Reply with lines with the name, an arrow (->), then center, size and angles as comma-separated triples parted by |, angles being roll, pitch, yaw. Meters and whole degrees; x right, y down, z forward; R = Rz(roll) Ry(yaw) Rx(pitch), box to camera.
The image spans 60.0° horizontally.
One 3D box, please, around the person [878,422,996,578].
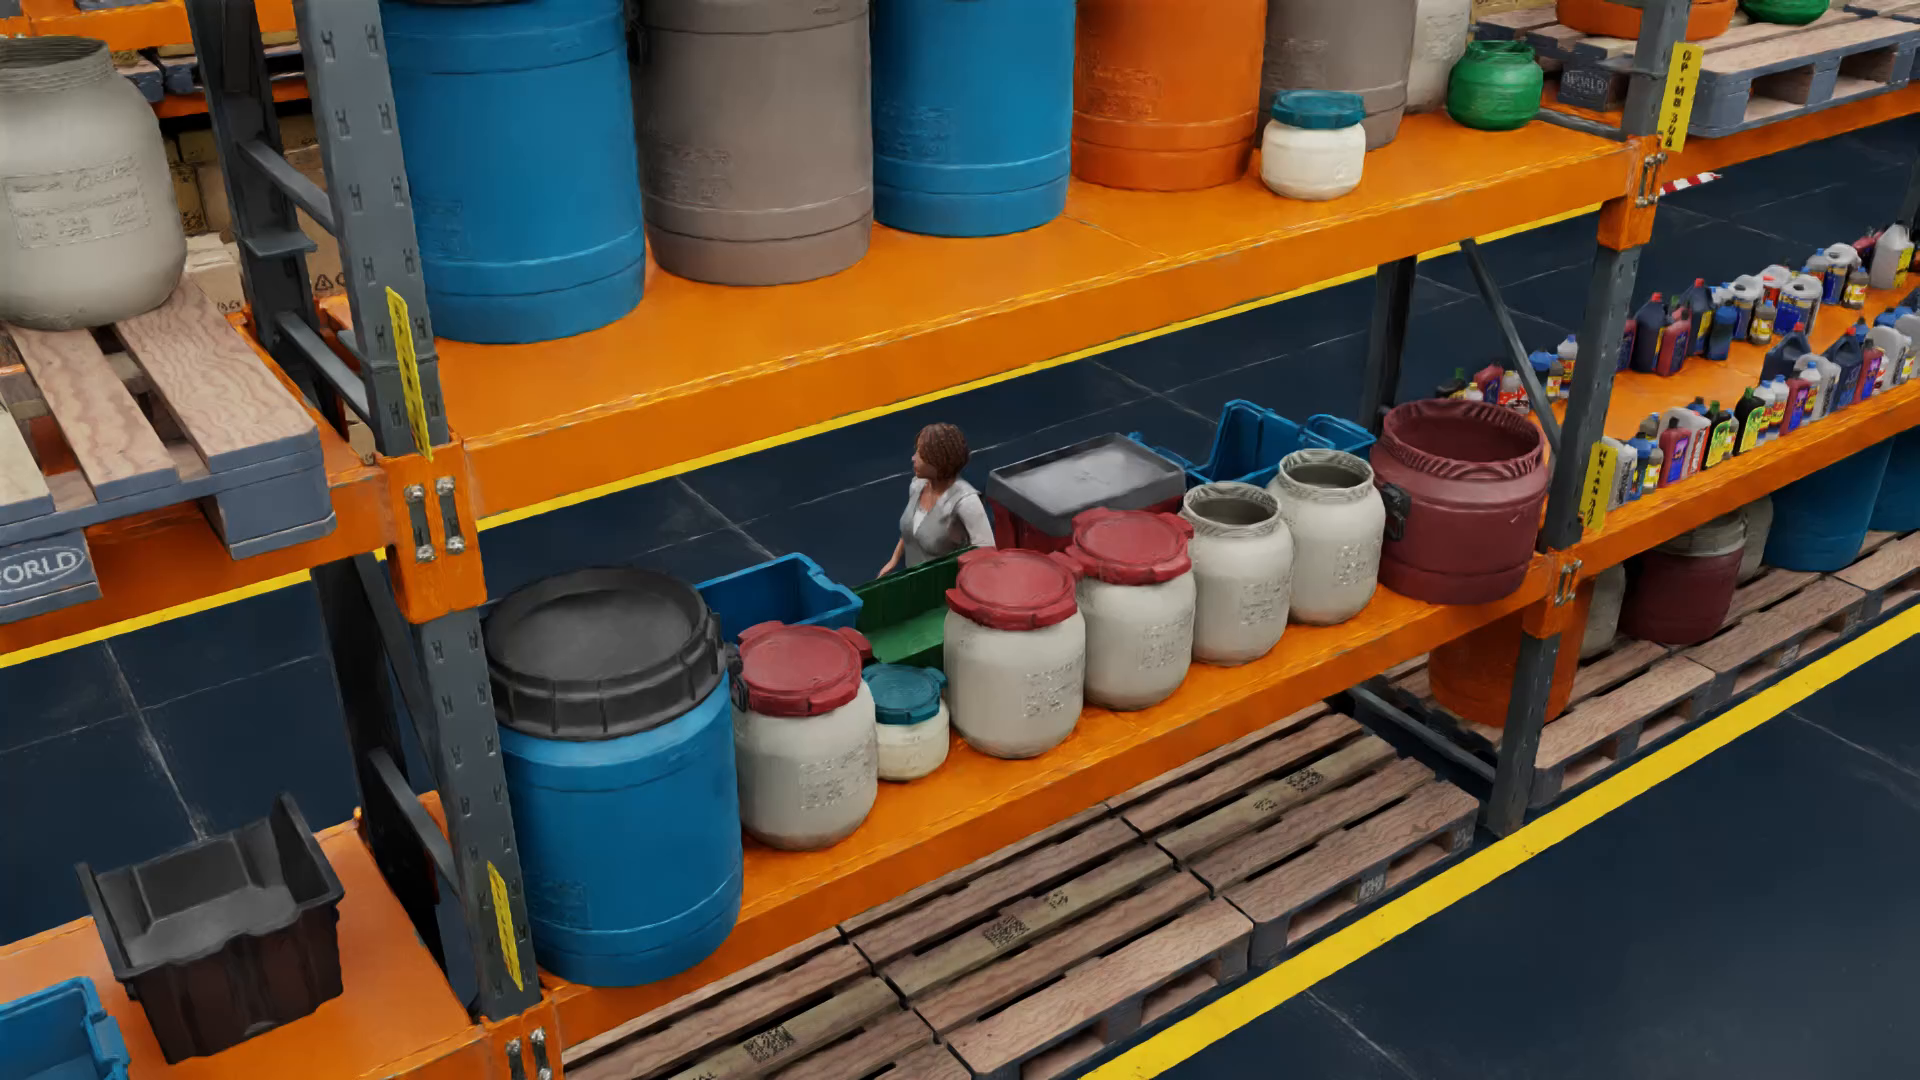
person -> -0.101, 0.272, 6.680 | 0.441, 1.566, 0.584 | -26, 38, -38
